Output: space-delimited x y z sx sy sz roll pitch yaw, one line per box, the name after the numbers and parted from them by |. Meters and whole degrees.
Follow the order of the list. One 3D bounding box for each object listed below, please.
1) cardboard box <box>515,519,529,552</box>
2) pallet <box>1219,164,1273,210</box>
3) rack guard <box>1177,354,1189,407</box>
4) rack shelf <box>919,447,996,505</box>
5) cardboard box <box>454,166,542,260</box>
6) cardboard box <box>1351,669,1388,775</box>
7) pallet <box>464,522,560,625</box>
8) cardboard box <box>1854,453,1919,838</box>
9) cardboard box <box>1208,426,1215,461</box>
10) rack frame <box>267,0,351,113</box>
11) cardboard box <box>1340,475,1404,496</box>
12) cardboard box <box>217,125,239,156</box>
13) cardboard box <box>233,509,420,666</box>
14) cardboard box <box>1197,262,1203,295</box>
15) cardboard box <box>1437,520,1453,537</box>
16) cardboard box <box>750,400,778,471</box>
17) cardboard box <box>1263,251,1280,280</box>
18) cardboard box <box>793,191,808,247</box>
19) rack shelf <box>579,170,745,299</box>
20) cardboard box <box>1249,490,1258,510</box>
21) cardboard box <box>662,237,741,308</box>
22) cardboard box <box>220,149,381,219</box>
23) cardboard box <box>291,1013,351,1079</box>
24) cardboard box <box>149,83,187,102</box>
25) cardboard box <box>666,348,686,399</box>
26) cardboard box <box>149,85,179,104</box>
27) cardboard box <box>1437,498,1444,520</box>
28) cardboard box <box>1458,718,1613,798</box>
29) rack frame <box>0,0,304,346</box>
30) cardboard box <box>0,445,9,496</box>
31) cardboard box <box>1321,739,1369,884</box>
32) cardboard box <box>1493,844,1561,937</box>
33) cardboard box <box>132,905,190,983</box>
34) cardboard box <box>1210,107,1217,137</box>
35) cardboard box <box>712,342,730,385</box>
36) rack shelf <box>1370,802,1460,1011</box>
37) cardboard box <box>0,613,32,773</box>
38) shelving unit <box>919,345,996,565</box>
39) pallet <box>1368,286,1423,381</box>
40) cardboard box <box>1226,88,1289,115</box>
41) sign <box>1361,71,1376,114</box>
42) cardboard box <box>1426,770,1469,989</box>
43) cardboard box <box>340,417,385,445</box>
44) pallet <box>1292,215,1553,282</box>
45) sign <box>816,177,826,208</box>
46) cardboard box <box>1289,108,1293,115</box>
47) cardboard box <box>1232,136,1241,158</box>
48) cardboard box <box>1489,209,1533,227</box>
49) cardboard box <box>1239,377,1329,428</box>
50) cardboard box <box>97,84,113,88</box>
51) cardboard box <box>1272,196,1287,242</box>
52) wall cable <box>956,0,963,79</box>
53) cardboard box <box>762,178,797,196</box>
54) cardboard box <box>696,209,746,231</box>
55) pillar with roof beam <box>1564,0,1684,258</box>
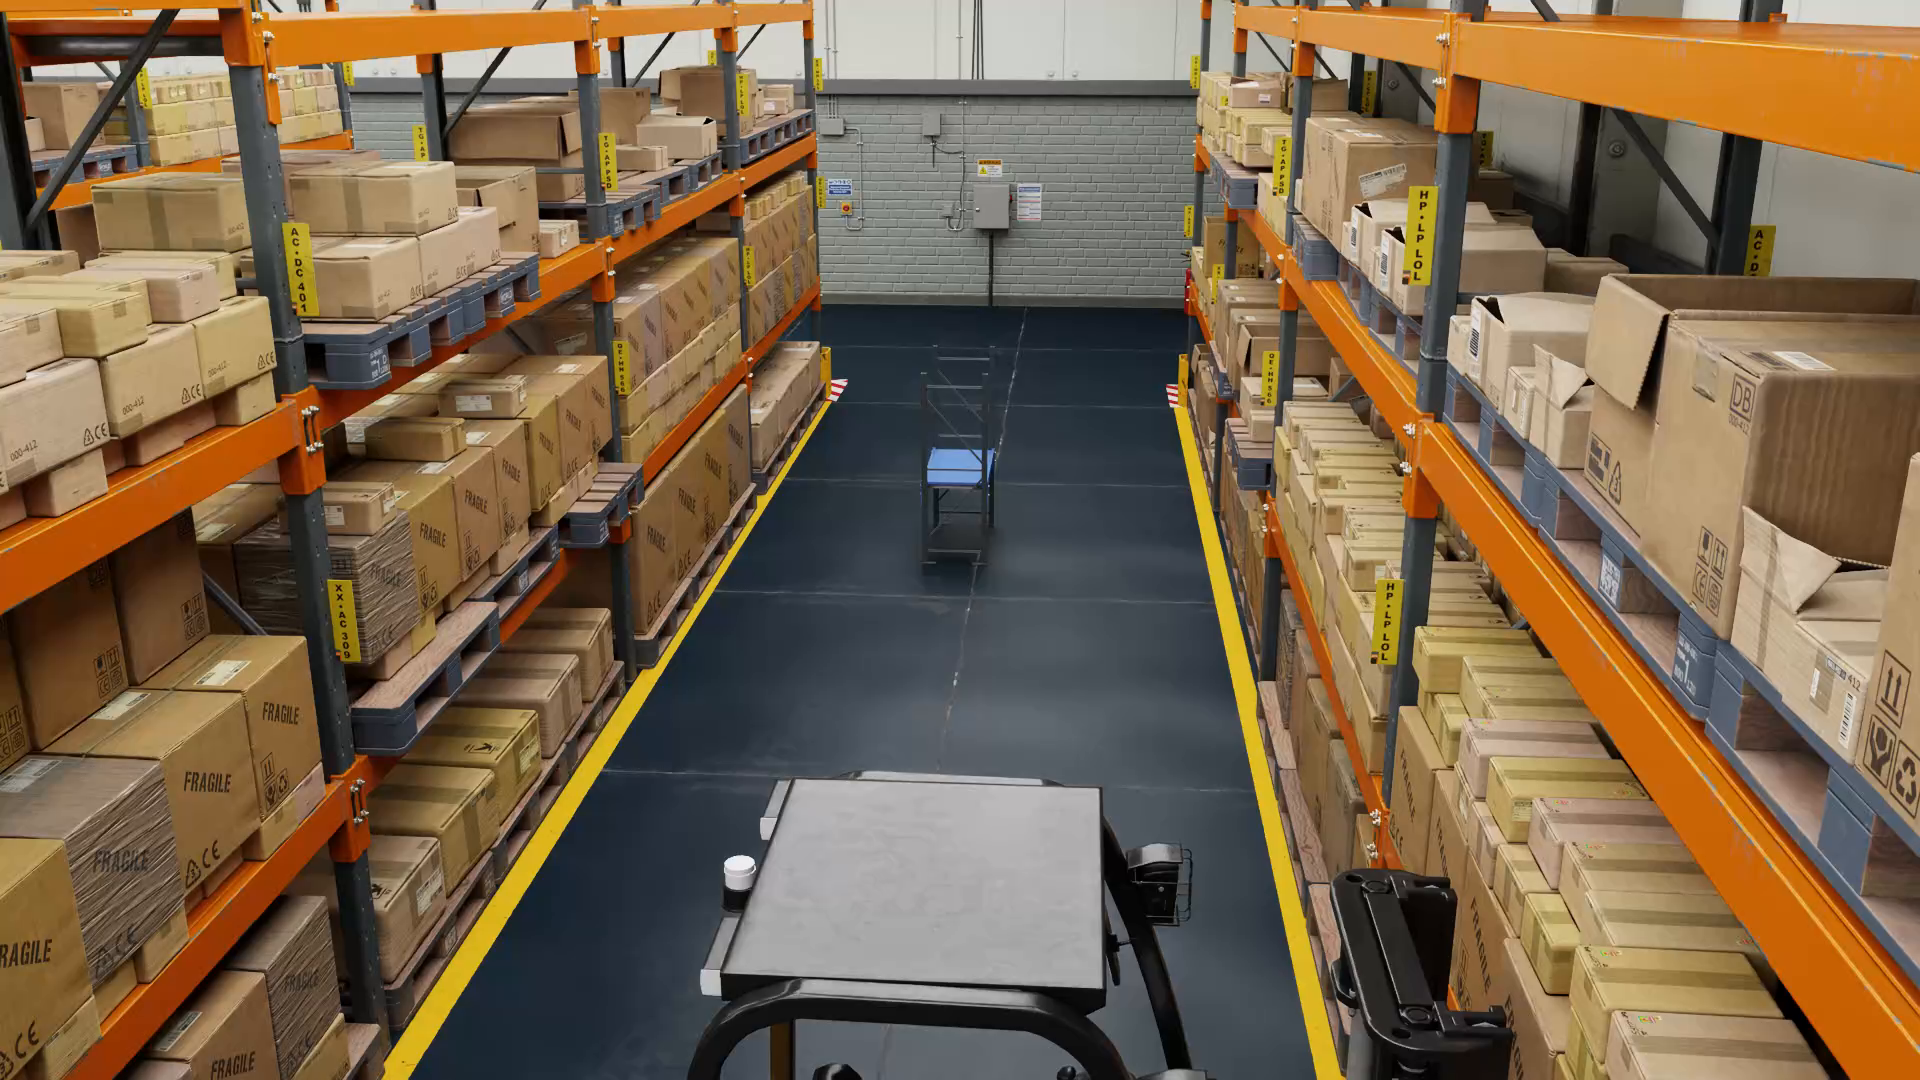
-2.407 -0.025 8.412 0.380 0.149 0.250 1 18 2 | cardboard box
2.464 -2.481 11.661 1.213 0.211 1.003 1 18 4 | pallet
2.933 -1.699 17.804 1.175 0.500 0.348 1 18 4 | rack guard
-0.006 -0.515 13.165 0.538 0.185 1.000 1 18 4 | rack shelf
-2.664 -1.714 8.859 0.700 0.500 0.500 1 18 4 | cardboard box
1.854 0.726 6.632 0.500 0.250 0.500 2 18 5 | cardboard box
-2.687 0.172 8.390 1.003 0.211 1.213 1 18 4 | pallet
1.580 0.196 2.194 0.500 0.500 0.500 2 18 6 | cardboard box
2.425 -0.859 14.942 0.396 0.266 0.258 2 18 6 | cardboard box
-6.957 -5.950 17.129 1.000 3.000 0.127 1 18 4 | rack frame
2.044 -0.205 8.028 0.380 0.149 0.250 1 18 4 | cardboard box
-6.864 -3.666 15.216 0.500 0.250 0.500 2 18 6 | cardboard box
-2.553 0.180 6.745 0.500 0.500 0.500 2 18 5 | cardboard box
2.569 -2.531 16.094 0.500 0.250 0.500 1 18 3 | cardboard box
2.493 0.024 7.969 0.500 0.250 0.500 1 18 3 | cardboard box
-2.147 -0.952 14.952 0.875 0.438 0.875 1 18 3 | cardboard box
3.024 -2.551 14.949 0.500 0.500 0.500 1 18 2 | cardboard box
-1.818 -3.224 16.680 0.500 0.500 0.500 1 18 4 | cardboard box
-2.442 -2.240 11.779 1.077 0.370 4.000 1 18 4 | rack shelf
2.271 -0.316 11.867 0.380 0.149 0.250 0 18 1 | cardboard box
-2.081 -2.156 13.418 0.500 0.500 0.500 2 18 6 | cardboard box
-2.907 -1.584 7.387 0.500 0.250 0.500 2 18 5 | cardboard box
-2.647 2.004 6.232 0.500 0.250 0.500 2 18 6 | cardboard box
-6.967 -3.886 14.445 0.380 0.149 0.250 1 18 3 | cardboard box
-2.217 -1.168 11.609 0.500 0.250 0.500 1 18 4 | cardboard box
-6.928 -3.807 14.203 0.380 0.149 0.250 1 18 2 | cardboard box
2.453 -0.198 8.009 0.380 0.149 0.250 2 18 5 | cardboard box
1.701 0.652 4.935 0.380 0.149 0.250 2 18 5 | cardboard box
-2.873 -2.144 5.513 1.000 3.000 0.127 1 18 4 | rack frame
-2.743 -0.172 4.077 0.500 0.250 0.500 2 18 5 | cardboard box
2.168 1.343 7.648 0.875 0.625 0.625 1 18 3 | cardboard box
1.673 0.951 4.501 0.380 0.149 0.250 1 18 2 | cardboard box
-2.661 1.249 5.198 0.380 0.149 0.250 1 18 3 | cardboard box
2.555 -3.796 15.136 0.500 0.250 0.500 1 18 3 | cardboard box
-2.117 -1.403 13.129 0.500 0.250 0.500 1 18 3 | cardboard box
1.935 1.780 4.329 1.077 0.370 4.000 1 18 4 | rack shelf
-3.242 0.488 4.871 0.700 0.500 0.500 1 18 3 | cardboard box
-0.006 -0.686 13.109 0.538 1.500 1.048 1 18 4 | shelving unit
2.129 -0.792 6.513 0.805 0.209 1.217 1 18 2 | pallet
2.448 -3.563 13.623 0.500 0.250 0.500 1 18 4 | cardboard box
3.206 -3.515 13.052 0.100 0.325 0.005 1 18 4 | sign
1.766 1.063 5.200 0.500 0.500 0.500 2 18 5 | cardboard box
-2.954 -0.307 8.229 0.500 0.500 0.500 1 18 2 | cardboard box
2.406 -1.548 8.817 1.213 0.211 1.003 2 18 6 | pallet
-1.472 -3.666 17.554 0.100 0.325 0.005 1 18 4 | sign
2.747 -3.267 12.848 0.380 0.149 0.250 1 18 3 | cardboard box
2.163 -2.820 11.962 0.380 0.149 0.250 1 18 3 | cardboard box
2.463 -1.472 7.820 0.380 0.166 0.250 1 18 4 | cardboard box
2.118 -0.889 10.884 0.500 0.250 0.500 0 18 1 | cardboard box
-7.485 -3.823 14.255 0.380 0.149 0.250 2 18 5 | cardboard box
2.160 -1.944 9.964 0.500 0.250 0.500 1 18 2 | cardboard box
-1.136 -7.626 22.244 2.355 3.000 0.029 1 18 4 | wall cable
-1.826 -3.496 16.467 0.380 0.149 0.250 2 18 5 | cardboard box
-2.018 -2.701 14.040 0.380 0.149 0.250 1 18 3 | cardboard box
-1.123 -2.947 7.966 9.100 9.000 0.400 1 18 4 | pillar with roof beam
